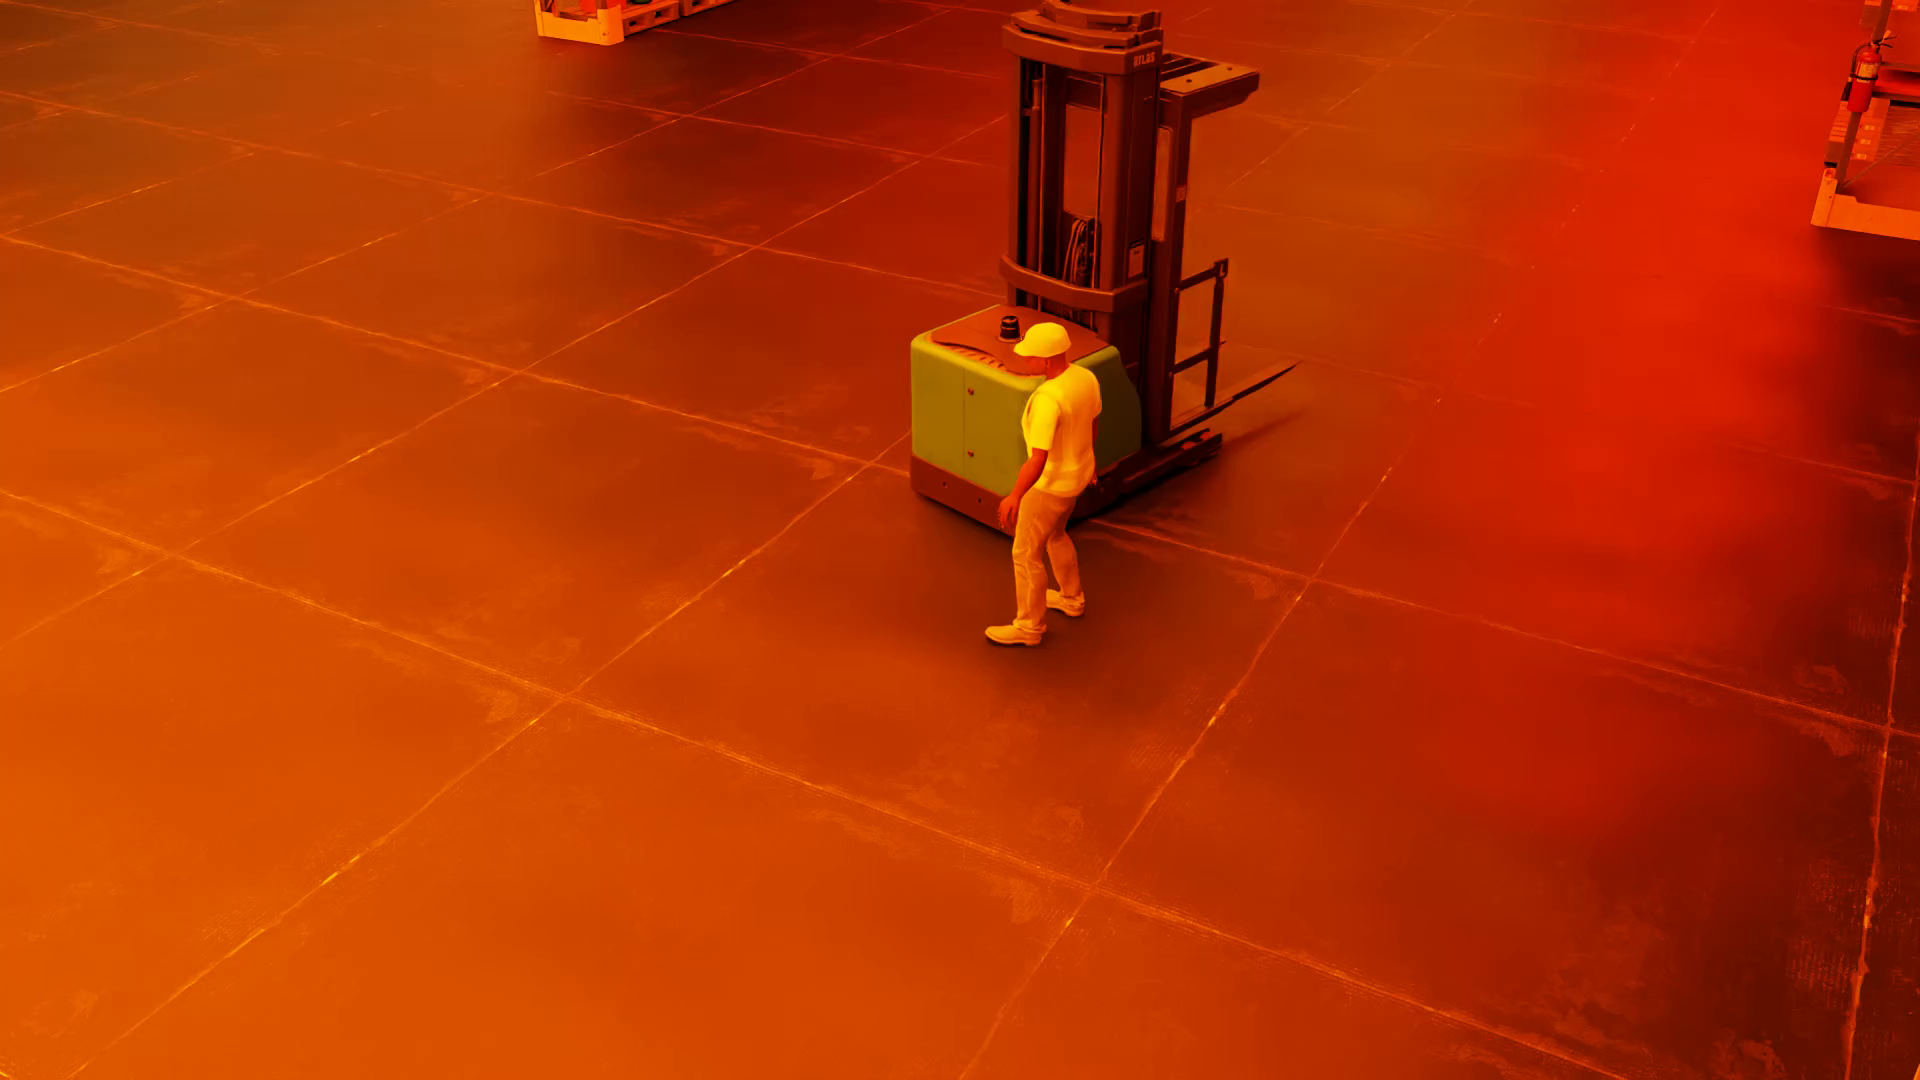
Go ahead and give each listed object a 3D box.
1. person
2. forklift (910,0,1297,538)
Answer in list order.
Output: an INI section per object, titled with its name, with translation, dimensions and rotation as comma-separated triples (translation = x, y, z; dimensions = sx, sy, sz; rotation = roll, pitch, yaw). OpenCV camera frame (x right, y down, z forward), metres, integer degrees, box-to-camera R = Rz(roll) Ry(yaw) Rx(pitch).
[person]
translation = 0.476, -0.334, 8.845
dimensions = 0.414, 1.737, 0.816
rotation = 14, 33, 23
[forklift]
translation = 1.080, -1.908, 10.377
dimensions = 1.130, 2.935, 3.031
rotation = 26, 39, 37
